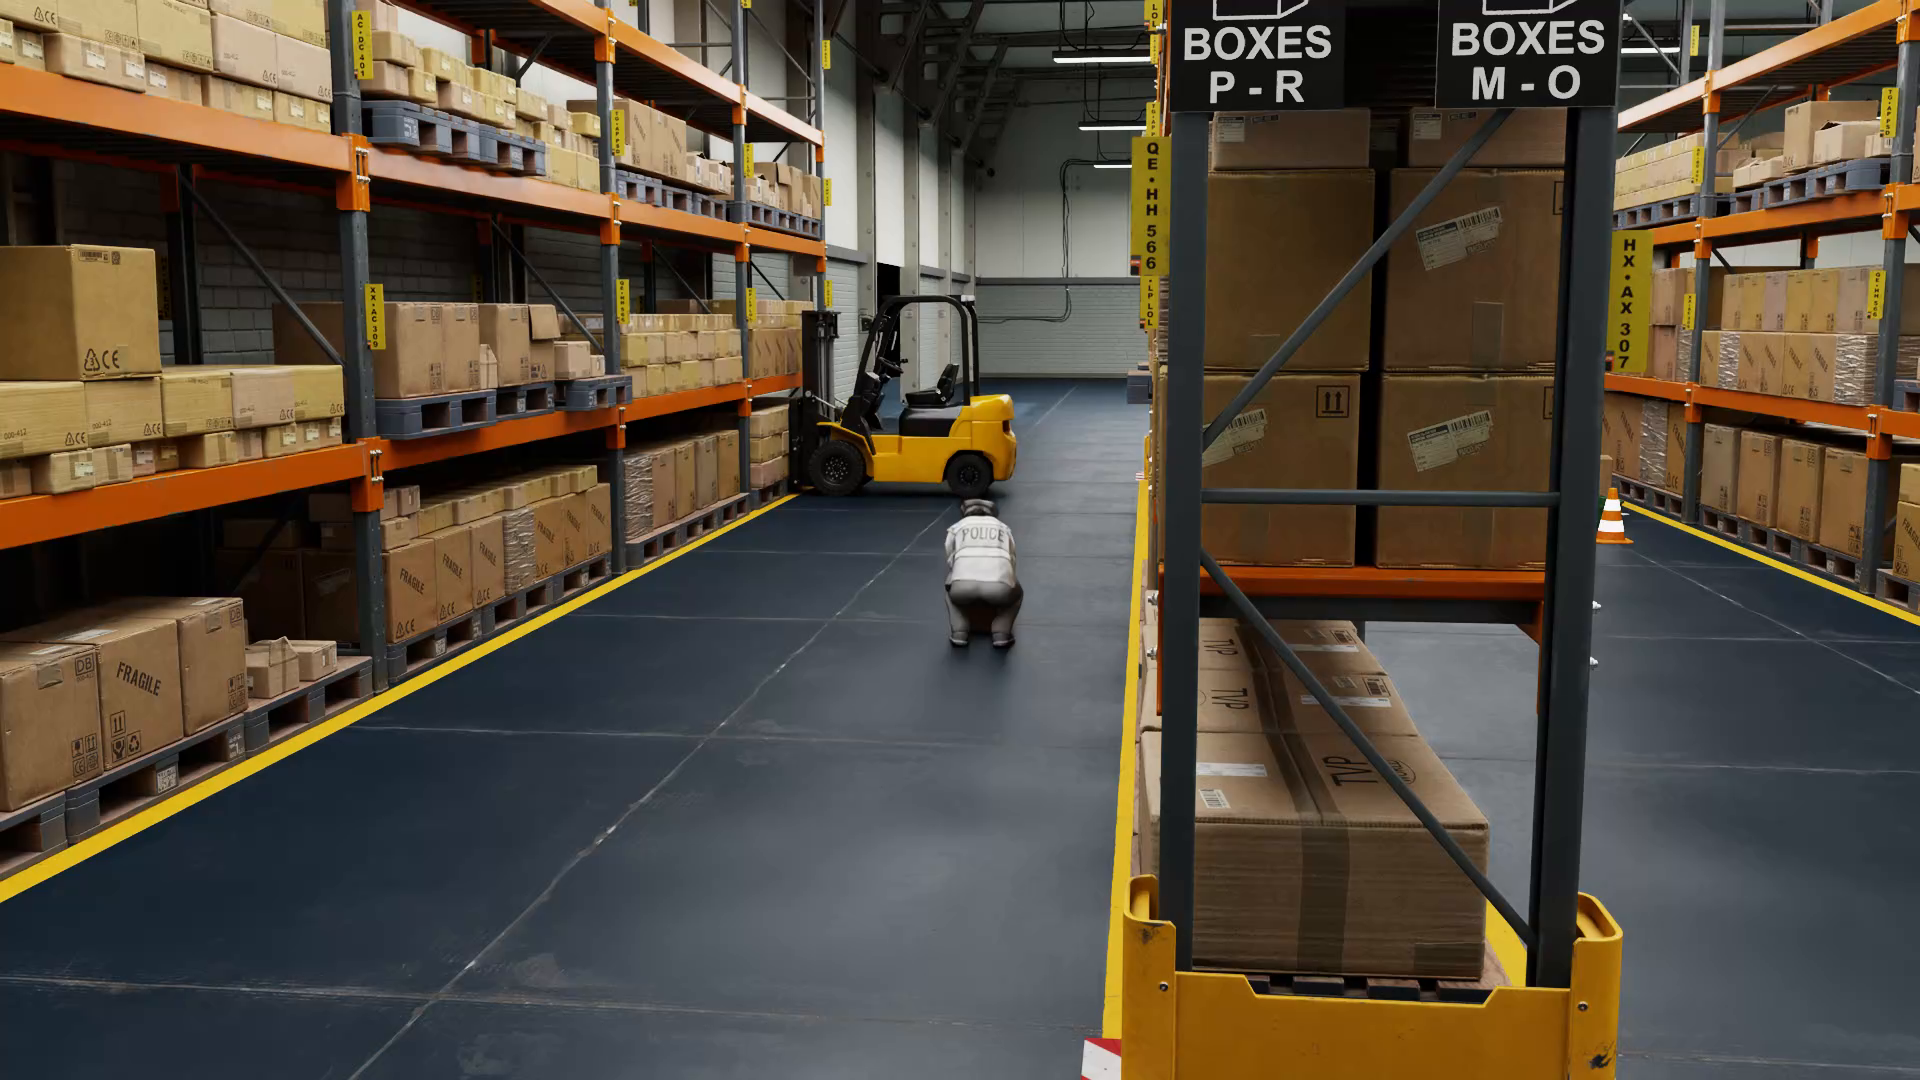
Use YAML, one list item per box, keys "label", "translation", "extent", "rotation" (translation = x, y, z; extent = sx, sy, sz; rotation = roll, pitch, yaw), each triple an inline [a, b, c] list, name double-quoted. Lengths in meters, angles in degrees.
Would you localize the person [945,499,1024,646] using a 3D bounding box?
- label: "person"
  translation: [0.140, 0.204, 10.027]
  extent: [0.480, 0.848, 0.871]
  rotation: [1, 8, 6]
